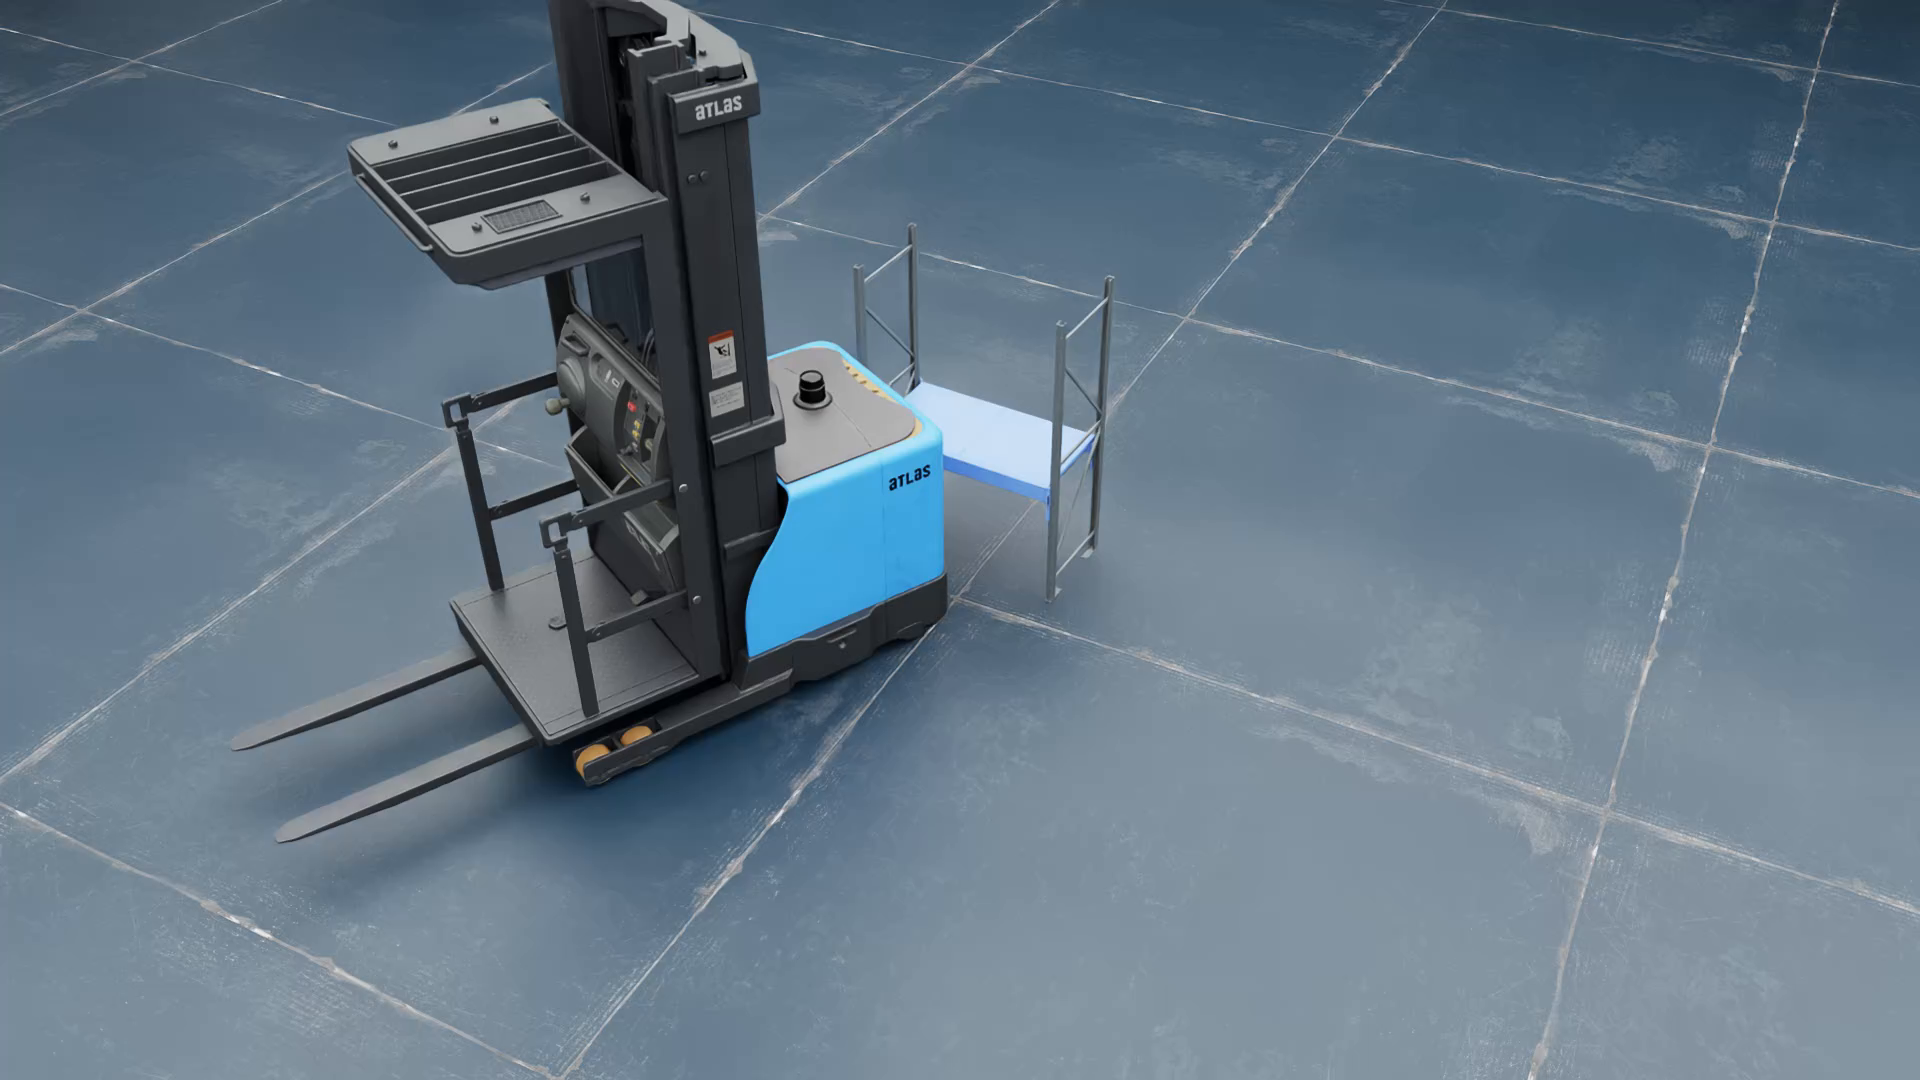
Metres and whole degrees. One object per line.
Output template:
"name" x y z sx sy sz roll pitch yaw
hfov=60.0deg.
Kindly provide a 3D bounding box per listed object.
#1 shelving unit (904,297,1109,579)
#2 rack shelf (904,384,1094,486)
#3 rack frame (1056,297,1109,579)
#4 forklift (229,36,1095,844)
"shelving unit" 0.120 -0.583 7.797 0.991 1.308 0.475 19 41 24
"rack shelf" 0.102 -0.483 7.883 0.952 0.062 0.459 19 41 24
"rack frame" 0.543 -0.435 7.602 0.013 1.308 0.475 19 41 24
"forklift" -8.709 -1.114 6.762 15.987 3.598 10.319 -23 43 -27
